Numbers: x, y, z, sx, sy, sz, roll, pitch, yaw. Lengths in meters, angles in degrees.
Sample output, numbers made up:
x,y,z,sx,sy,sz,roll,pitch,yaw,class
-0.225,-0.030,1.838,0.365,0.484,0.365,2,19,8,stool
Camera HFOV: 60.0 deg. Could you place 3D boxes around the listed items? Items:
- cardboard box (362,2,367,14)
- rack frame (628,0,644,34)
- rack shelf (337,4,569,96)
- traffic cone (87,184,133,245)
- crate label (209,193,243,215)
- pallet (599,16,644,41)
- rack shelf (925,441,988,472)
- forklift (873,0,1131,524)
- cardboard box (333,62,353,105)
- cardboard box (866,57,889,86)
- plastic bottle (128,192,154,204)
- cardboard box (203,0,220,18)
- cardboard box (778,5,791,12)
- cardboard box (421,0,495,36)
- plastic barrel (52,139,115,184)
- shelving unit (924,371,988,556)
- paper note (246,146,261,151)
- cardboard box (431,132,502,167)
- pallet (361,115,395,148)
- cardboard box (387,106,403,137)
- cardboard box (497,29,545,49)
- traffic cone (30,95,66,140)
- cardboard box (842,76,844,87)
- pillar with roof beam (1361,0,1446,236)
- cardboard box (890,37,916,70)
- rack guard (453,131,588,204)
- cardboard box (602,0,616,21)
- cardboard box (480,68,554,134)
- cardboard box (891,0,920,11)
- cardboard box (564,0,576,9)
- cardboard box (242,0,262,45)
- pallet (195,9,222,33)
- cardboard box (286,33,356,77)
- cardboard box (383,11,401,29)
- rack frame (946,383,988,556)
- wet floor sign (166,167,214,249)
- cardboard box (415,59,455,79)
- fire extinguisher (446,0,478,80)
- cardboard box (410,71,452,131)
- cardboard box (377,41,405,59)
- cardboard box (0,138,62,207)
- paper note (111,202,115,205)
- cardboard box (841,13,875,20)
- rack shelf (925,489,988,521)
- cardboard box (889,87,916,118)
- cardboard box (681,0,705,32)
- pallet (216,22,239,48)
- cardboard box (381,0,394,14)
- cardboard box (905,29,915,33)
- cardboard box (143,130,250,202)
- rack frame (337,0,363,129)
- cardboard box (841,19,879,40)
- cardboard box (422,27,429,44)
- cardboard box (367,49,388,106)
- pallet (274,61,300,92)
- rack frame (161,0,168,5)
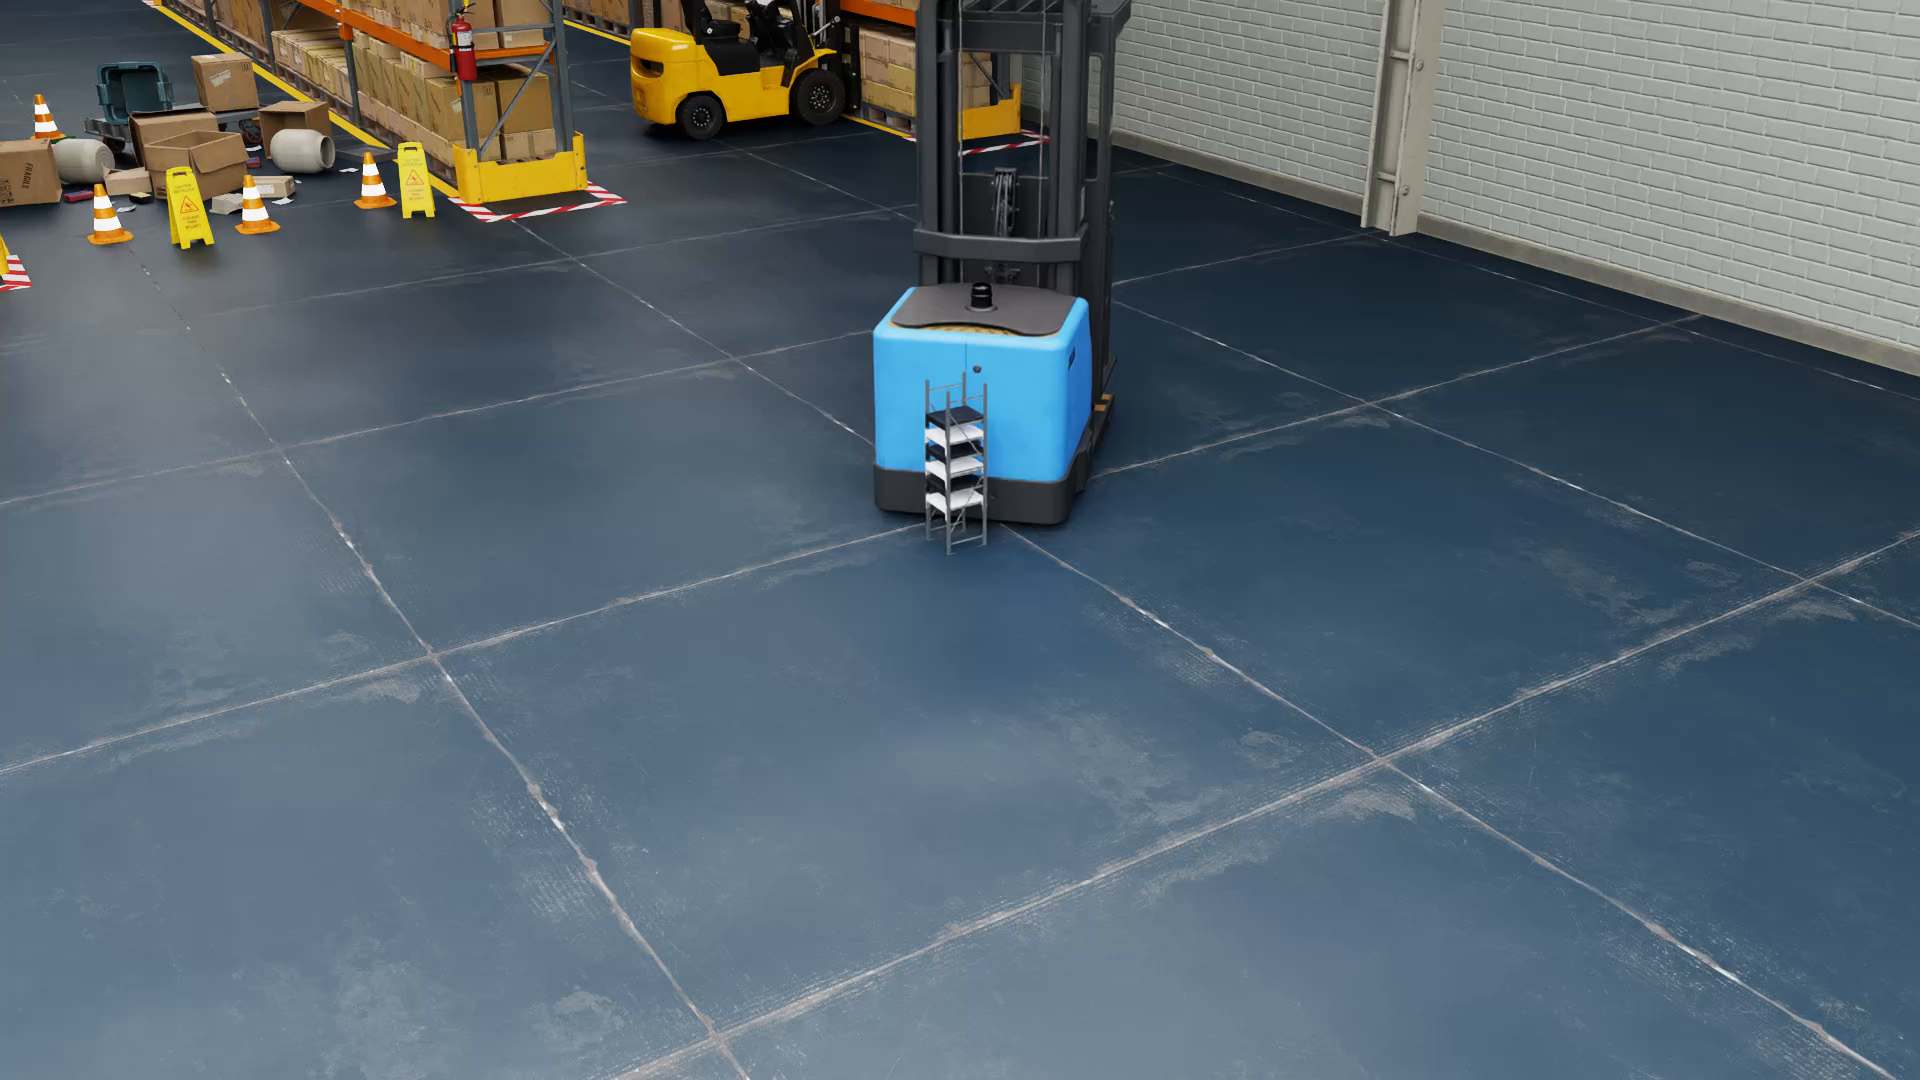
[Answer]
x,y,z,sx,sy,sz,roll,pitch,yaw,class
-5.993,-5.564,17.317,0.380,0.149,0.250,-16,29,-30,cardboard box
-4.275,-8.620,23.496,1.000,3.000,0.127,-16,29,-30,rack frame
-5.157,-4.991,16.651,1.077,0.370,4.000,-16,29,-30,rack shelf
-7.257,-2.785,14.107,0.336,0.463,0.334,-16,29,-30,traffic cone
-6.606,-3.046,15.041,0.298,0.136,0.250,12,28,24,crate label
-4.651,-7.635,24.676,1.003,0.211,1.213,-16,29,-30,pallet
-0.019,-0.439,8.494,0.258,0.077,0.200,-15,29,-28,rack shelf
0.350,-2.013,9.580,1.130,2.935,3.031,5,26,11,forklift
-6.537,-5.220,18.880,0.950,0.372,0.625,-15,29,-29,cardboard box
-0.700,-5.214,18.425,0.500,0.250,0.500,-16,30,-30,cardboard box
-7.599,-3.172,15.398,0.283,0.061,0.133,18,31,33,plastic bottle
-10.868,-8.174,25.060,0.875,0.438,0.875,-16,30,-30,cardboard box
-2.090,-6.342,20.228,0.500,0.250,0.500,-16,30,-30,cardboard box
-4.592,-4.910,15.172,0.500,0.500,0.500,-16,30,-30,cardboard box
-8.436,-3.628,15.940,0.512,0.421,0.421,3,25,6,plastic barrel
-0.019,-0.388,8.518,0.258,0.900,0.210,-15,29,-28,shelving unit
-7.388,-4.102,17.403,0.148,0.019,0.142,-16,29,-30,paper note
-4.745,-3.782,15.977,0.500,0.250,0.500,-16,29,-30,cardboard box
-5.852,-4.538,18.116,1.003,0.211,1.213,-16,29,-30,pallet
-5.560,-4.326,17.130,0.500,0.250,0.500,-16,30,-30,cardboard box
-4.077,-4.657,15.395,0.380,0.149,0.250,-15,29,-29,cardboard box
-9.807,-4.526,17.795,0.336,0.463,0.334,-16,29,-30,traffic cone
-1.261,-5.341,19.280,0.500,0.250,0.500,-15,29,-28,cardboard box
0.136,-5.781,10.456,9.100,9.000,0.400,-16,29,-30,pillar with roof beam
-0.421,-5.249,17.914,0.500,0.250,0.500,-14,29,-28,cardboard box
-4.106,-3.497,15.573,1.175,0.500,0.348,-16,29,-30,rack guard
-4.951,-7.962,24.539,0.500,0.500,0.500,-16,30,-30,cardboard box
-4.287,-4.248,16.084,0.500,0.500,0.500,-17,30,-31,cardboard box
-0.397,-5.919,17.657,0.500,0.500,0.500,-16,30,-31,cardboard box
-5.816,-8.517,25.715,0.500,0.500,0.500,-17,30,-31,cardboard box
-9.223,-7.278,22.649,0.875,0.875,0.875,-15,29,-29,cardboard box
-10.965,-7.922,25.284,1.003,0.211,1.213,-16,29,-30,pallet
-7.722,-5.997,20.526,0.950,0.372,0.625,-16,30,-31,cardboard box
-5.494,-5.187,16.518,0.380,0.149,0.250,-16,29,-30,cardboard box
0.034,-0.351,8.440,0.240,0.900,0.006,-15,29,-28,rack frame
-6.482,-2.797,13.920,0.267,0.644,0.232,-22,33,-38,wet floor sign
-4.977,-4.521,15.904,0.380,0.149,0.250,-15,29,-28,cardboard box
-4.388,-4.417,14.684,0.296,0.674,0.183,-16,29,-30,fire extinguisher
-5.008,-4.298,16.191,0.500,0.500,0.500,-14,29,-28,cardboard box
-5.703,-4.999,16.916,0.380,0.149,0.250,-14,29,-27,cardboard box
-8.633,-3.396,15.356,0.500,0.500,0.500,-10,27,-21,cardboard box
-7.805,-3.095,15.294,0.032,0.001,0.123,-1,25,-3,paper note
-1.107,-6.095,19.706,0.500,0.250,0.500,-15,29,-29,cardboard box
-0.019,-0.195,8.609,0.258,0.077,0.200,-15,29,-28,rack shelf
-0.429,-4.800,18.132,0.500,0.250,0.500,-15,29,-29,cardboard box
-3.215,-7.037,22.433,0.875,0.625,0.625,-17,30,-32,cardboard box
-10.131,-7.373,24.122,1.003,0.211,1.213,-16,29,-30,pallet
-5.392,-5.456,16.328,0.500,0.500,0.500,-15,29,-29,cardboard box
-0.288,-5.551,18.553,0.500,0.250,0.500,-15,29,-29,cardboard box
-7.145,-3.510,15.596,0.637,0.503,0.797,7,26,15,cardboard box
-6.248,-6.031,18.012,1.000,3.000,0.127,-16,29,-30,rack frame
-1.258,-5.792,19.063,0.500,0.250,0.500,-16,30,-31,cardboard box
-4.801,-4.732,15.555,0.380,0.149,0.250,-16,30,-30,cardboard box
-5.850,-4.854,17.370,0.500,0.500,0.500,-14,29,-28,cardboard box
-8.007,-5.921,21.046,1.003,0.211,1.213,-16,29,-30,pallet
-12.799,-10.323,27.104,1.000,3.000,0.127,-16,29,-30,rack frame
